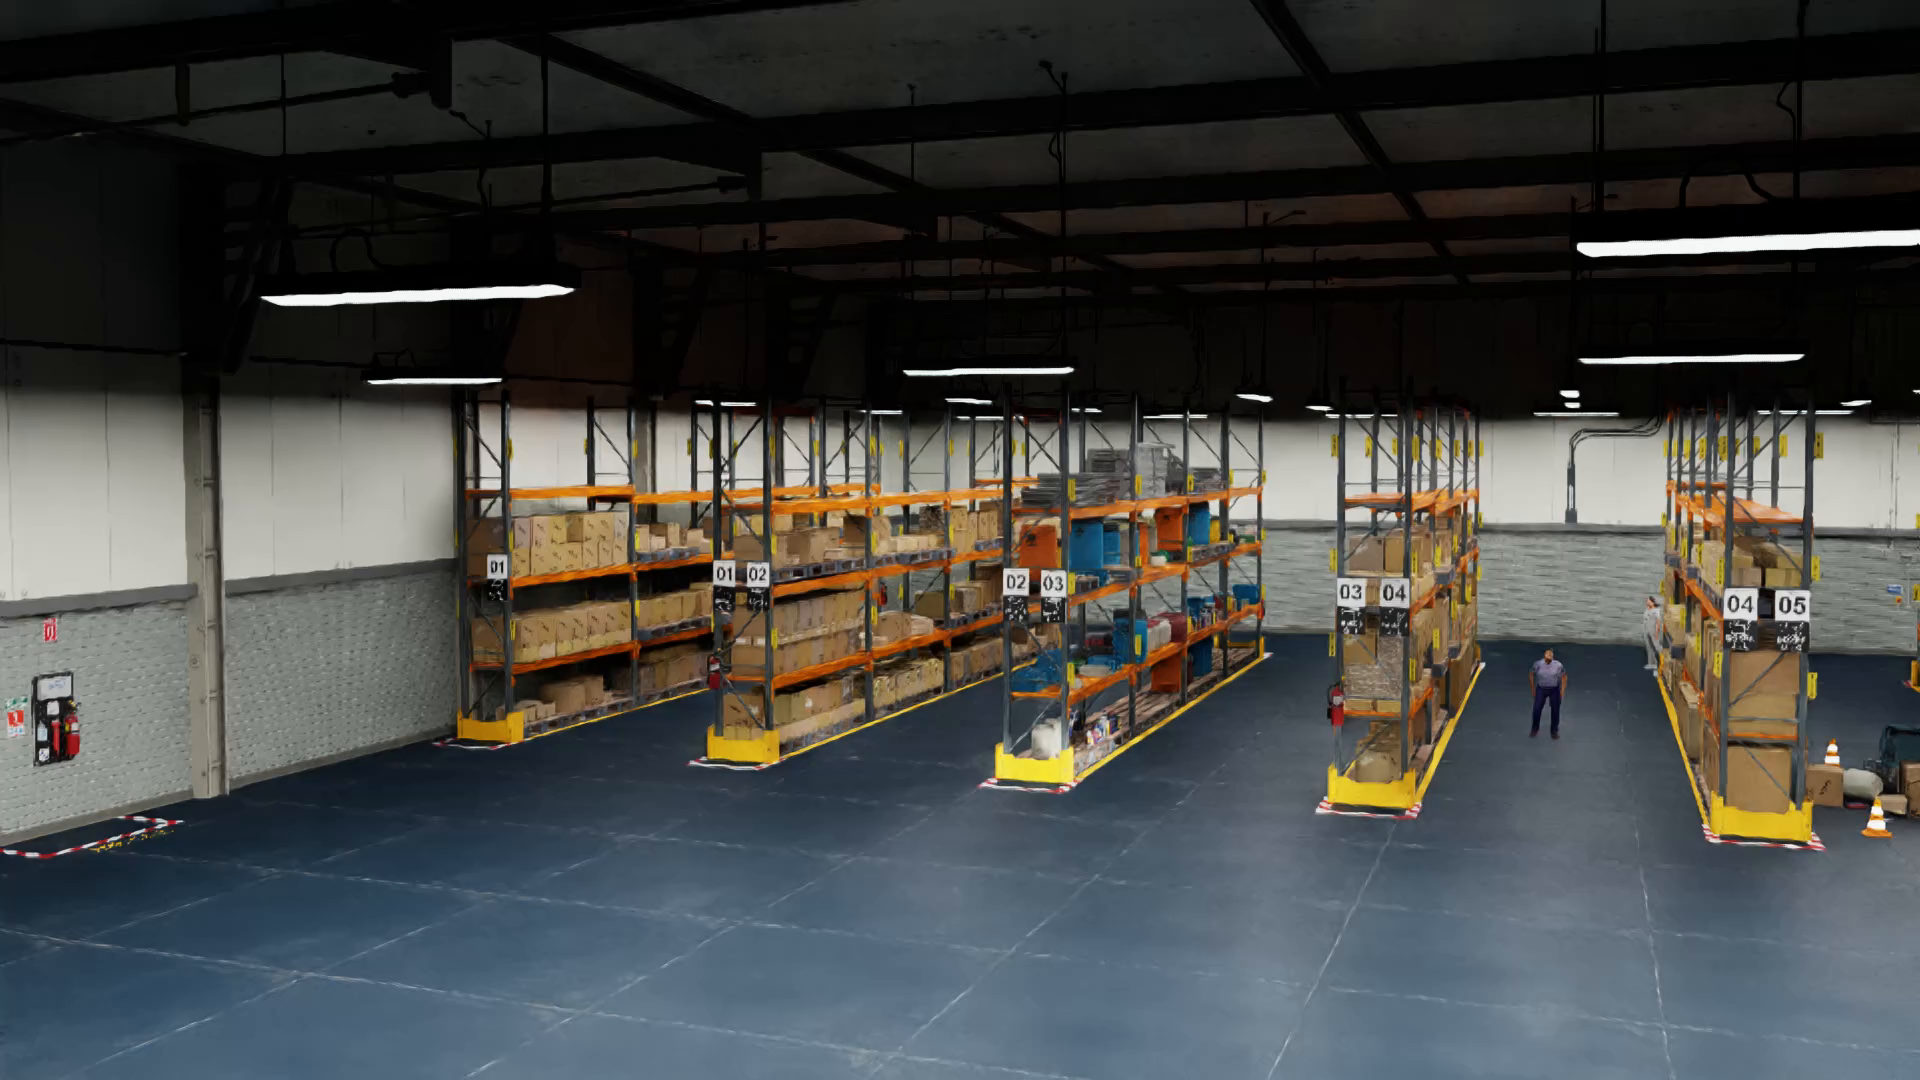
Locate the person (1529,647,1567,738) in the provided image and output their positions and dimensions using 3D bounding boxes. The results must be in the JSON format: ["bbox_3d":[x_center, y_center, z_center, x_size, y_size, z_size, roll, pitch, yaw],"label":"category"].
[{"bbox_3d":[10.160,2.628,28.766,0.625,1.596,0.517,1,3,19],"label":"person"}]

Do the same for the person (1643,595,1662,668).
[{"bbox_3d":[15.809,2.093,37.717,0.485,1.663,0.650,-1,3,-22],"label":"person"}]
